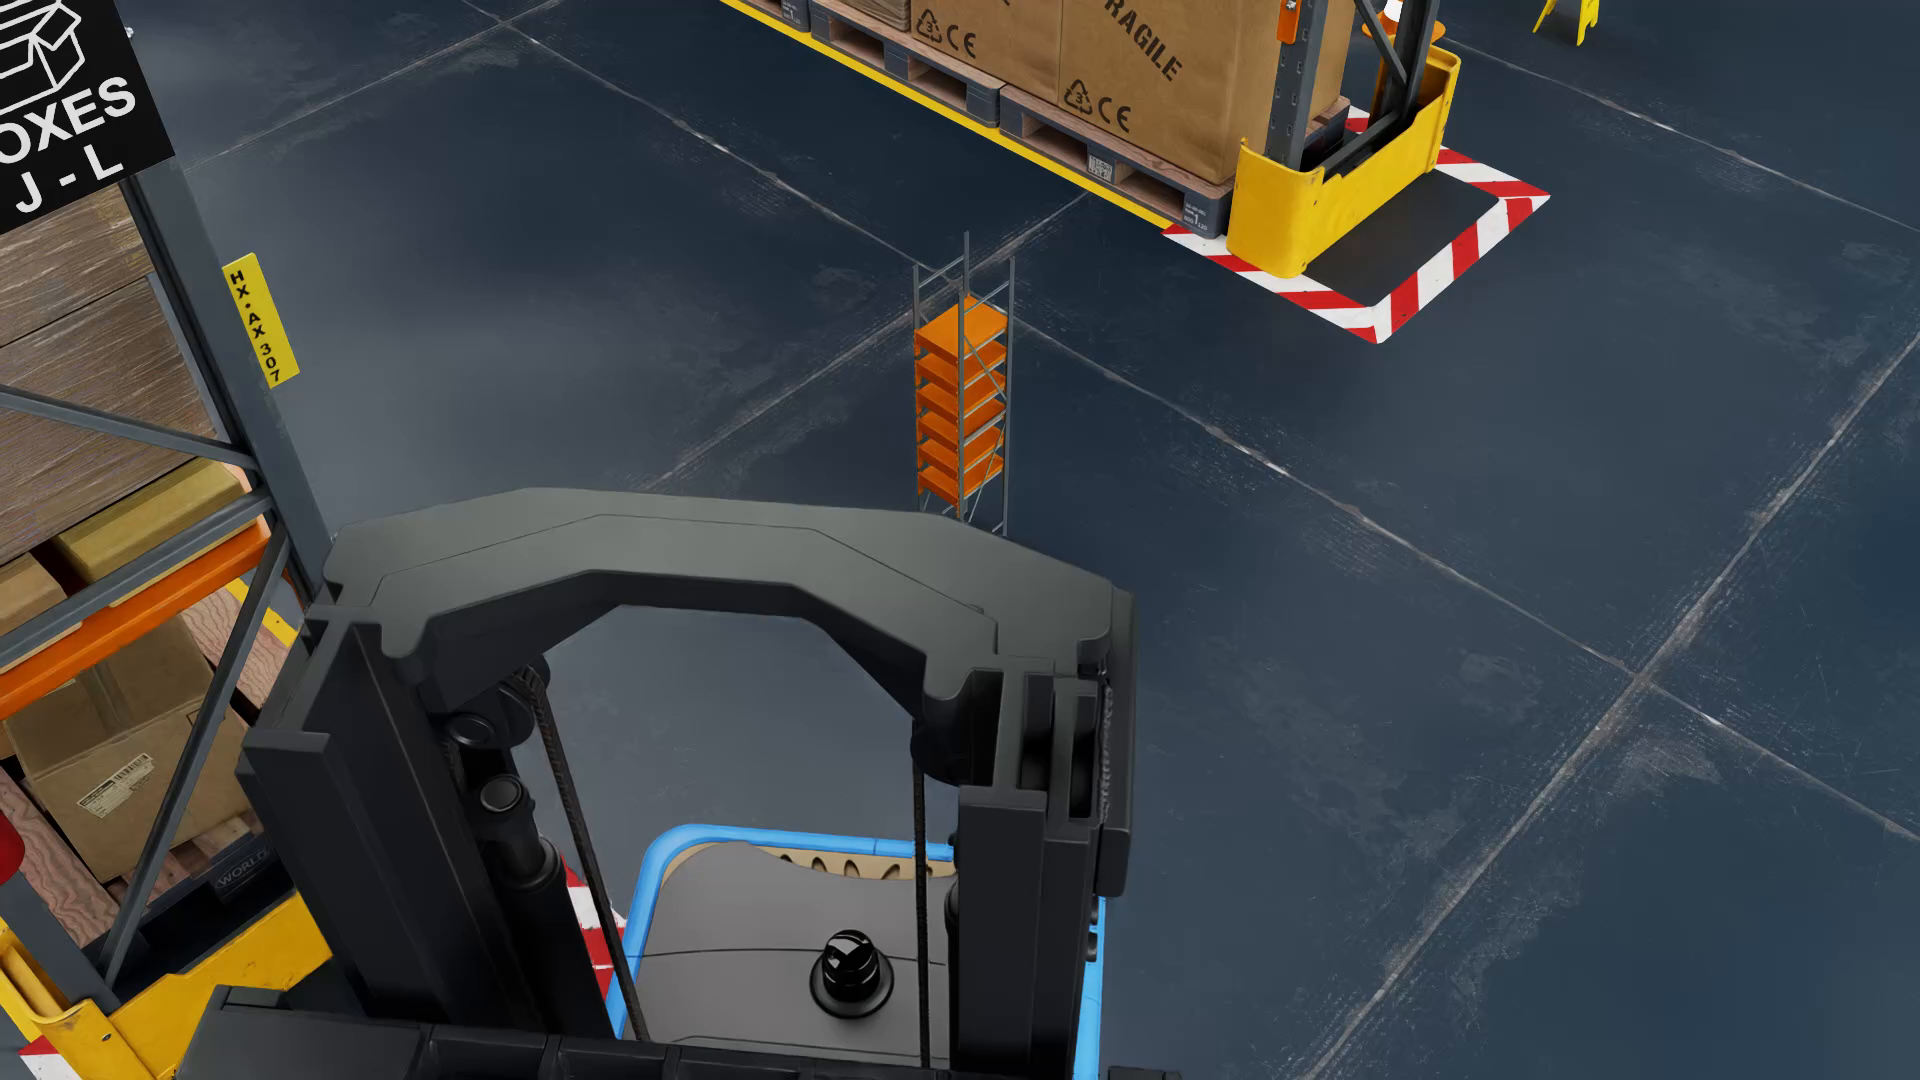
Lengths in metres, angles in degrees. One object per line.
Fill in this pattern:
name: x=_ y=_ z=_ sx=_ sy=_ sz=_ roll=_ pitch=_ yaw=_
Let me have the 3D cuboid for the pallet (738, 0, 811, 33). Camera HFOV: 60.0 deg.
pallet: x=-0.855 y=-3.081 z=8.498 sx=1.213 sy=0.211 sz=1.003 roll=34 pitch=55 yaw=28

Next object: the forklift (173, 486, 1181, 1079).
forklift: x=-0.328 y=1.462 z=2.367 sx=1.130 sy=2.935 sz=3.031 roll=4 pitch=47 yaw=4

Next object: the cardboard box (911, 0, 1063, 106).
cardboard box: x=0.388 y=-2.626 z=7.328 sx=0.875 sy=0.875 sz=0.875 roll=33 pitch=55 yaw=27

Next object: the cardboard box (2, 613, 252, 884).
cardboard box: x=-2.307 y=0.525 z=4.626 sx=0.500 sy=0.500 sz=0.500 roll=-28 pitch=53 yaw=-24

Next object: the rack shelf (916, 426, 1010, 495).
rack shelf: x=0.011 y=-0.291 z=5.426 sx=0.180 sy=0.103 sz=0.258 roll=34 pitch=55 yaw=28

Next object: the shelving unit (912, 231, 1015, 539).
shelving unit: x=0.011 y=-0.404 z=5.306 sx=0.189 sy=1.200 sz=0.258 roll=34 pitch=55 yaw=28

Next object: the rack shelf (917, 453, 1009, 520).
rack shelf: x=0.011 y=-0.209 z=5.513 sx=0.180 sy=0.103 sz=0.258 roll=34 pitch=55 yaw=28

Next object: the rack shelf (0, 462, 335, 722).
rack shelf: x=-3.329 y=-0.611 z=4.760 sx=4.000 sy=0.370 sz=1.077 roll=34 pitch=55 yaw=28

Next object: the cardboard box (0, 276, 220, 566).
cardboard box: x=-2.245 y=-0.291 z=3.693 sx=0.500 sy=0.500 sz=0.875 roll=34 pitch=55 yaw=28

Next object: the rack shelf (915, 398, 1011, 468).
rack shelf: x=0.011 y=-0.373 z=5.338 sx=0.180 sy=0.103 sz=0.258 roll=34 pitch=55 yaw=28

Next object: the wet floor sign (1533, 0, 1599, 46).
wet floor sign: x=2.943 y=-2.716 z=7.858 sx=0.232 sy=0.644 sz=0.267 roll=25 pitch=52 yaw=22

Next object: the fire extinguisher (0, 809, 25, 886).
fire extinguisher: x=-2.088 y=0.461 z=3.312 sx=0.183 sy=0.674 sz=0.296 roll=34 pitch=55 yaw=28

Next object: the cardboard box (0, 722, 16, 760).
cardboard box: x=-2.770 y=0.248 z=4.886 sx=0.500 sy=0.500 sz=0.500 roll=-25 pitch=52 yaw=-21

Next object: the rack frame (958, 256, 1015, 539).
rack frame: x=0.078 y=-0.358 z=5.263 sx=0.006 sy=1.200 sz=0.240 roll=34 pitch=55 yaw=28

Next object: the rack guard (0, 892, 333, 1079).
rack guard: x=-1.915 y=0.949 z=4.516 sx=0.348 sy=0.500 sz=1.175 roll=34 pitch=55 yaw=28

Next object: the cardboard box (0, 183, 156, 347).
cardboard box: x=-2.079 y=-0.765 z=3.452 sx=0.500 sy=0.500 sz=0.500 roll=34 pitch=55 yaw=28

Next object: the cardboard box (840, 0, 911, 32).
cardboard box: x=-0.281 y=-3.078 z=7.752 sx=0.875 sy=0.875 sz=0.875 roll=34 pitch=56 yaw=28

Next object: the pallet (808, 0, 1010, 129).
pallet: x=0.046 y=-2.478 z=7.932 sx=1.213 sy=0.211 sz=1.003 roll=34 pitch=55 yaw=28

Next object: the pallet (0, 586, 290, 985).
pallet: x=-2.488 y=0.628 z=5.016 sx=1.213 sy=0.211 sz=1.003 roll=34 pitch=55 yaw=28

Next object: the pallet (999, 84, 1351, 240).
pallet: x=0.938 y=-1.875 z=7.366 sx=1.213 sy=0.211 sz=1.003 roll=34 pitch=55 yaw=28

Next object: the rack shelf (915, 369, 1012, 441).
rack shelf: x=0.011 y=-0.455 z=5.251 sx=0.180 sy=0.103 sz=0.258 roll=34 pitch=55 yaw=28

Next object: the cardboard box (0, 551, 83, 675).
cardboard box: x=-2.209 y=0.187 z=3.689 sx=0.250 sy=0.149 sz=0.380 roll=34 pitch=55 yaw=28

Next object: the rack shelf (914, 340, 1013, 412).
rack shelf: x=0.011 y=-0.537 z=5.163 sx=0.180 sy=0.103 sz=0.258 roll=34 pitch=55 yaw=28

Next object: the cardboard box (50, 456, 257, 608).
cardboard box: x=-1.907 y=-0.051 z=3.913 sx=0.250 sy=0.149 sz=0.380 roll=34 pitch=55 yaw=28

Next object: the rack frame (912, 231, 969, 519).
rack frame: x=-0.057 y=-0.449 z=5.348 sx=0.006 sy=1.200 sz=0.240 roll=34 pitch=55 yaw=28

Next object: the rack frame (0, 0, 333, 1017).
rack frame: x=-1.859 y=0.131 z=3.569 sx=0.127 sy=3.000 sz=1.000 roll=34 pitch=55 yaw=28

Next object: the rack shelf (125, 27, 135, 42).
rack shelf: x=-3.329 y=-1.638 z=3.666 sx=4.000 sy=0.370 sz=1.077 roll=34 pitch=55 yaw=28

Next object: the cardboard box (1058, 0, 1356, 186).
cardboard box: x=1.036 y=-2.192 z=6.920 sx=0.875 sy=0.875 sz=0.875 roll=34 pitch=56 yaw=28

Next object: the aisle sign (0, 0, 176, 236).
aisle sign: x=-1.610 y=-0.889 z=2.744 sx=0.004 sy=0.787 sz=0.394 roll=34 pitch=55 yaw=28

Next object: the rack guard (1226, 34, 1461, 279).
rack guard: x=1.596 y=-1.608 z=6.917 sx=0.348 sy=0.500 sz=1.175 roll=34 pitch=55 yaw=28

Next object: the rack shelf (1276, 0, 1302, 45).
rack shelf: x=0.109 y=-3.219 z=7.208 sx=4.000 sy=0.370 sz=1.077 roll=34 pitch=55 yaw=28

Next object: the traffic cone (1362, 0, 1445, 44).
traffic cone: x=2.152 y=-2.631 z=7.903 sx=0.334 sy=0.463 sz=0.336 roll=34 pitch=55 yaw=28

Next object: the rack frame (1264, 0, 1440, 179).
rack frame: x=1.579 y=-2.476 z=6.017 sx=0.127 sy=3.000 sz=1.000 roll=34 pitch=55 yaw=28

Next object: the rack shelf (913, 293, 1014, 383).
rack shelf: x=0.011 y=-0.620 z=5.076 sx=0.180 sy=0.103 sz=0.258 roll=34 pitch=55 yaw=28

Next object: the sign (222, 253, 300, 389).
sign: x=-1.492 y=-0.456 z=3.527 sx=0.005 sy=0.325 sz=0.100 roll=34 pitch=55 yaw=28
